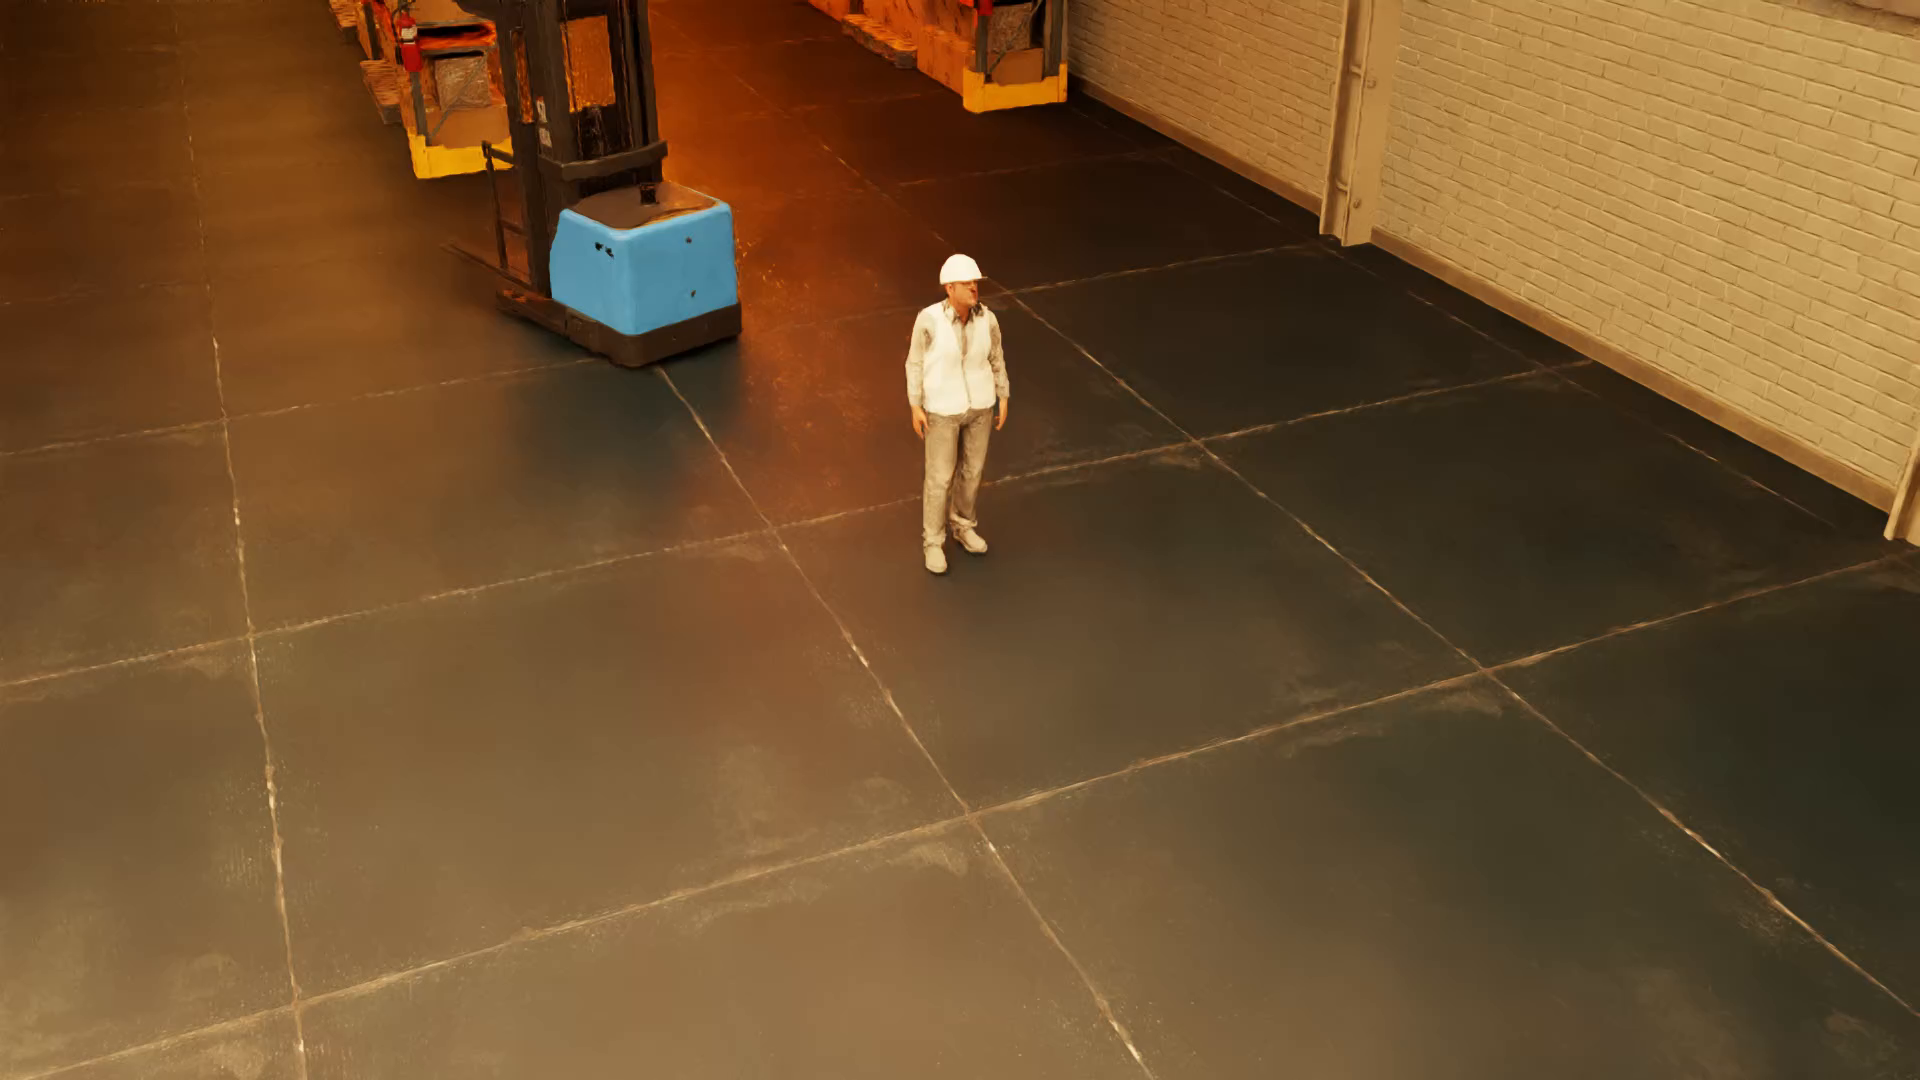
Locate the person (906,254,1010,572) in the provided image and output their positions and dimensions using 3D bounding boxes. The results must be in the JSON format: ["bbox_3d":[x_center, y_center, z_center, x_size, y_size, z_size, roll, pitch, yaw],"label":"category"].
[{"bbox_3d":[0.017,-0.746,9.576,0.632,1.773,0.567,-12,32,-20],"label":"person"}]

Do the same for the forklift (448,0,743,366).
[{"bbox_3d":[-3.047,-3.182,12.684,1.130,2.935,3.031,-25,38,-37],"label":"forklift"}]
